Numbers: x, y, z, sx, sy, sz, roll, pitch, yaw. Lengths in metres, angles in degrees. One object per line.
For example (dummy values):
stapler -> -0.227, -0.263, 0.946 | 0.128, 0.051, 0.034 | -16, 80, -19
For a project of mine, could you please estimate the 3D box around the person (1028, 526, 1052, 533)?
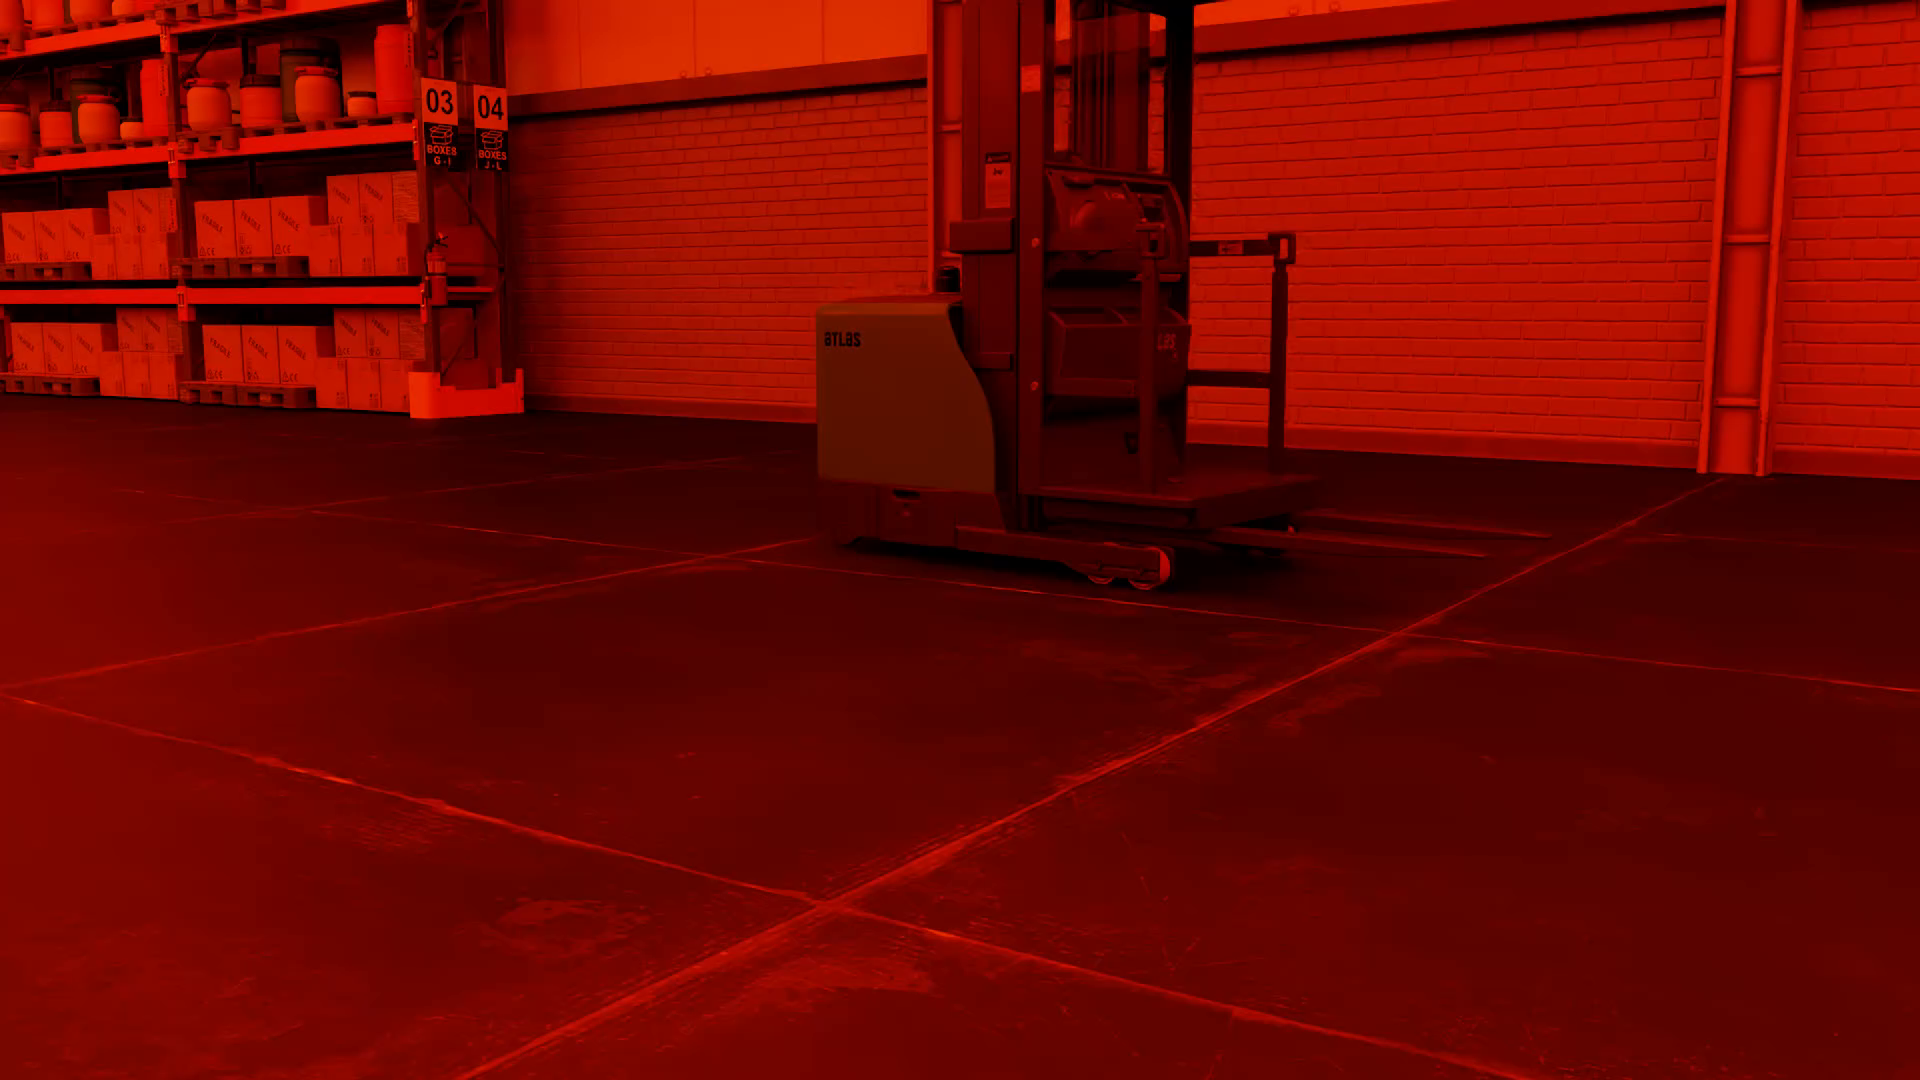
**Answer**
person -> 0.747, -0.668, 7.853 | 0.916, 1.339, 0.843 | -1, 8, -9

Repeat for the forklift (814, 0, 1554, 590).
forklift -> 0.812, -1.345, 6.652 | 3.031, 2.935, 1.130 | 7, 10, 39
